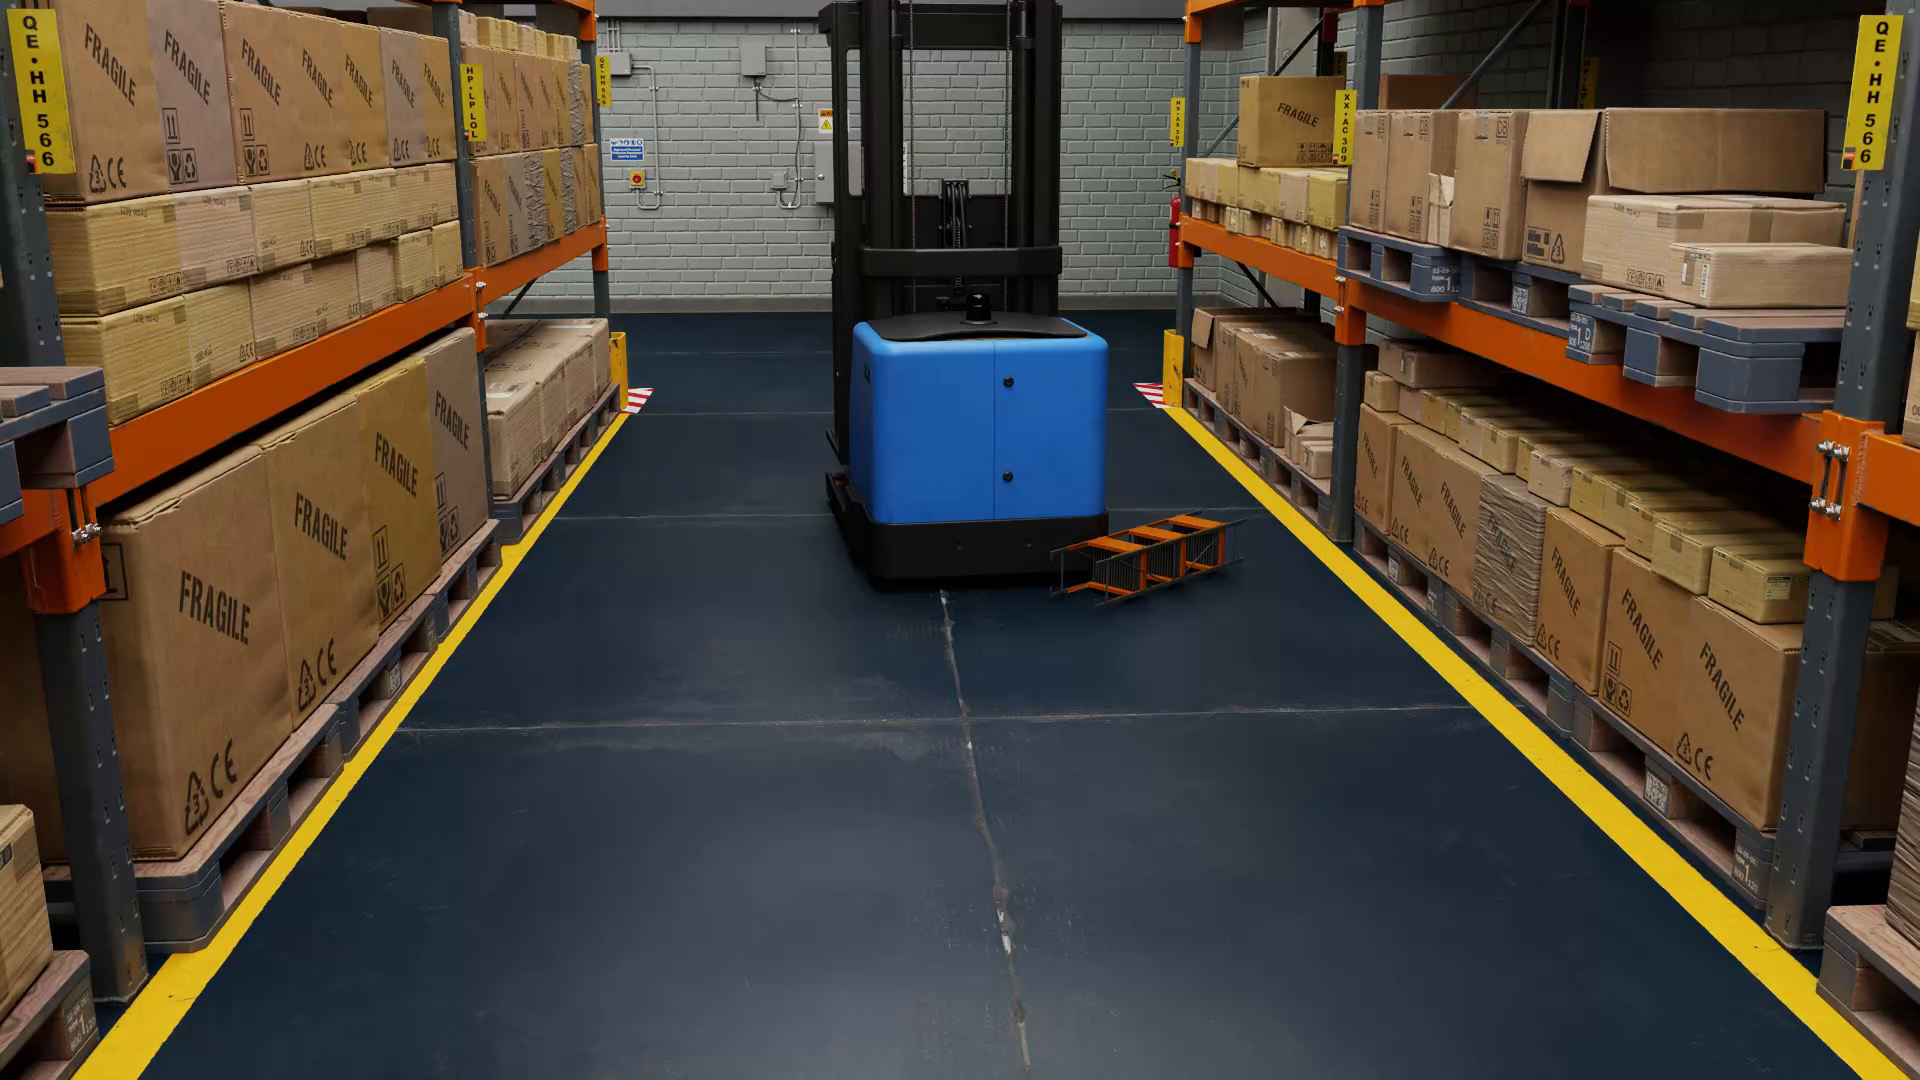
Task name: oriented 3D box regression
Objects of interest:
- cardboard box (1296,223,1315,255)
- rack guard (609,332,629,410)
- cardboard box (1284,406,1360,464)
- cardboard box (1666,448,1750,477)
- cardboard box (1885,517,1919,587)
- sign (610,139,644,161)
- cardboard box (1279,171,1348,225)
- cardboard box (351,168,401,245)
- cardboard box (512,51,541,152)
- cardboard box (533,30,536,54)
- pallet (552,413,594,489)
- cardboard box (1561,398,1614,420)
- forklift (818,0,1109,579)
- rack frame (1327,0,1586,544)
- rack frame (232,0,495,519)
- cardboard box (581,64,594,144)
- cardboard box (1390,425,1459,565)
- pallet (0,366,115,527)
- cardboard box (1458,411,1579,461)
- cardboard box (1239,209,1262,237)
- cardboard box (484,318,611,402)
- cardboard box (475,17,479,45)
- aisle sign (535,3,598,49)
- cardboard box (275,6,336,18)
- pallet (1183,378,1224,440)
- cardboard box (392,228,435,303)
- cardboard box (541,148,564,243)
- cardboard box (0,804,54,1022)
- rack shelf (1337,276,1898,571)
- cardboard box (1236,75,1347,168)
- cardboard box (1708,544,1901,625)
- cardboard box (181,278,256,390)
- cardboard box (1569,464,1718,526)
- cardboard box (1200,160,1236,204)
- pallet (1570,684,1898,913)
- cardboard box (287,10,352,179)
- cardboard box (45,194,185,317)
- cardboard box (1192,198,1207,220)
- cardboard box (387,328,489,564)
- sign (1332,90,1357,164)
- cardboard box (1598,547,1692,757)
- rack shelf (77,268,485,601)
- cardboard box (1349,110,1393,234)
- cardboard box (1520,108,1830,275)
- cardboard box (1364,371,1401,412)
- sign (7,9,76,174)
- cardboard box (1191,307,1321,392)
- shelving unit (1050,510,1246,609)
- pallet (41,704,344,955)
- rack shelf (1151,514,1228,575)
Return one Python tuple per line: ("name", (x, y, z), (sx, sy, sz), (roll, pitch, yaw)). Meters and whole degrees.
("cardboard box", (1.932, -1.538, 8.488), (0.380, 0.149, 0.250), (-1, 14, -2))
("rack guard", (-2.921, -1.168, 11.563), (1.175, 0.500, 0.348), (-1, 14, -3))
("cardboard box", (1.932, -0.557, 8.817), (0.396, 0.266, 0.258), (0, 14, -1))
("cardboard box", (2.675, -0.223, 5.745), (0.380, 0.149, 0.250), (-1, 14, -3))
("cardboard box", (2.819, 0.031, 4.756), (0.380, 0.149, 0.250), (0, 14, -2))
("sign", (-3.344, -3.920, 16.700), (0.327, 0.218, 0.001), (-1, 14, -3))
("cardboard box", (1.961, -1.774, 8.606), (0.500, 0.250, 0.500), (-1, 14, -3))
("cardboard box", (-2.325, -1.188, 5.923), (0.500, 0.250, 0.500), (-1, 14, -2))
("cardboard box", (-2.505, -2.286, 8.684), (0.500, 0.500, 0.500), (-1, 14, -2))
("cardboard box", (-2.566, -2.751, 9.190), (0.380, 0.149, 0.250), (0, 14, -2))
("pallet", (-2.719, -0.522, 9.631), (1.003, 0.211, 1.213), (-1, 14, -3))
("cardboard box", (2.680, -0.486, 6.769), (0.380, 0.149, 0.250), (-2, 15, -6))
("forklift", (-0.104, -1.573, 8.259), (1.130, 2.935, 3.031), (-2, 15, -9))
("rack frame", (2.282, -1.455, 7.663), (1.000, 3.000, 0.127), (-1, 14, -3))
("rack frame", (-2.672, -1.378, 7.362), (1.000, 3.000, 0.127), (-1, 14, -3))
("cardboard box", (-2.652, -2.789, 10.639), (0.500, 0.500, 0.500), (0, 14, -2))
("cardboard box", (2.130, -0.192, 6.927), (0.500, 0.500, 0.500), (-1, 14, -4))
("pallet", (-2.273, -0.115, 2.837), (1.213, 0.211, 1.003), (-1, 14, -3))
("cardboard box", (2.169, -0.407, 6.460), (0.380, 0.149, 0.250), (-1, 14, -4))
("cardboard box", (1.848, -1.856, 9.725), (0.380, 0.149, 0.250), (-1, 14, -2))
("cardboard box", (-2.779, -1.173, 10.863), (0.875, 0.438, 0.875), (-1, 14, -5))
("cardboard box", (-2.522, -2.434, 7.956), (0.380, 0.149, 0.250), (-1, 14, -4))
("aisle sign", (-2.615, -3.654, 10.992), (0.394, 0.787, 0.004), (-1, 14, -3))
("cardboard box", (-3.008, -2.296, 7.422), (0.380, 0.149, 0.250), (-1, 14, -5))
("pallet", (2.089, -0.882, 11.033), (1.003, 0.211, 1.213), (-1, 14, -3))
("cardboard box", (-2.362, -1.071, 6.470), (0.500, 0.250, 0.500), (-1, 14, -4))
("cardboard box", (-2.523, -1.924, 9.284), (0.500, 0.500, 0.500), (0, 14, -2))
("cardboard box", (-2.399, 0.827, 3.224), (0.950, 0.372, 0.625), (-2, 15, -7))
("rack shelf", (2.406, -0.610, 5.820), (1.077, 0.370, 4.000), (-1, 14, -3))
("cardboard box", (1.887, -2.395, 9.513), (0.500, 0.500, 0.500), (-1, 14, -2))
("cardboard box", (2.247, 0.114, 4.437), (0.380, 0.149, 0.250), (-2, 15, -6))
("cardboard box", (-2.252, -0.563, 4.497), (0.500, 0.250, 0.500), (-1, 14, -5))
("cardboard box", (2.240, -0.148, 5.455), (0.380, 0.149, 0.250), (-1, 14, -4))
("cardboard box", (1.825, -2.279, 10.569), (0.500, 0.250, 0.500), (-1, 14, -3))
("pallet", (2.522, 0.704, 4.868), (1.003, 0.211, 1.213), (-1, 14, -3))
("cardboard box", (-2.295, -1.420, 5.317), (0.500, 0.500, 0.500), (-1, 14, -3))
("cardboard box", (-2.209, -0.682, 3.956), (0.500, 0.250, 0.500), (-1, 14, -4))
("cardboard box", (1.781, -2.243, 11.227), (0.380, 0.149, 0.250), (-1, 14, -4))
("cardboard box", (-2.553, -0.399, 6.980), (0.875, 0.875, 0.875), (0, 14, -2))
("sign", (1.741, -1.864, 7.515), (0.100, 0.325, 0.005), (-1, 14, -3))
("cardboard box", (2.269, 0.320, 4.936), (0.500, 0.500, 0.500), (-1, 14, -4))
("rack shelf", (-2.548, -0.532, 5.518), (1.077, 0.370, 4.000), (-1, 14, -3))
("cardboard box", (2.089, -1.583, 7.117), (0.700, 0.500, 0.500), (-1, 14, -2))
("cardboard box", (2.244, -1.117, 5.298), (0.797, 0.503, 0.637), (-1, 14, -5))
("cardboard box", (2.039, -0.669, 7.479), (0.380, 0.149, 0.250), (0, 14, -1))
("sign", (-1.883, -0.916, 3.403), (0.100, 0.325, 0.005), (-1, 14, -3))
("cardboard box", (1.978, -1.291, 11.191), (0.797, 0.503, 0.637), (-1, 15, -6))
("shelving unit", (0.833, 0.073, 7.251), (0.252, 0.215, 1.050), (14, 20, 42))
("pallet", (-2.397, 0.770, 4.609), (1.003, 0.211, 1.213), (-1, 14, -3))
("rack shelf", (1.024, 0.024, 7.441), (0.240, 0.215, 0.259), (14, 20, 42))
